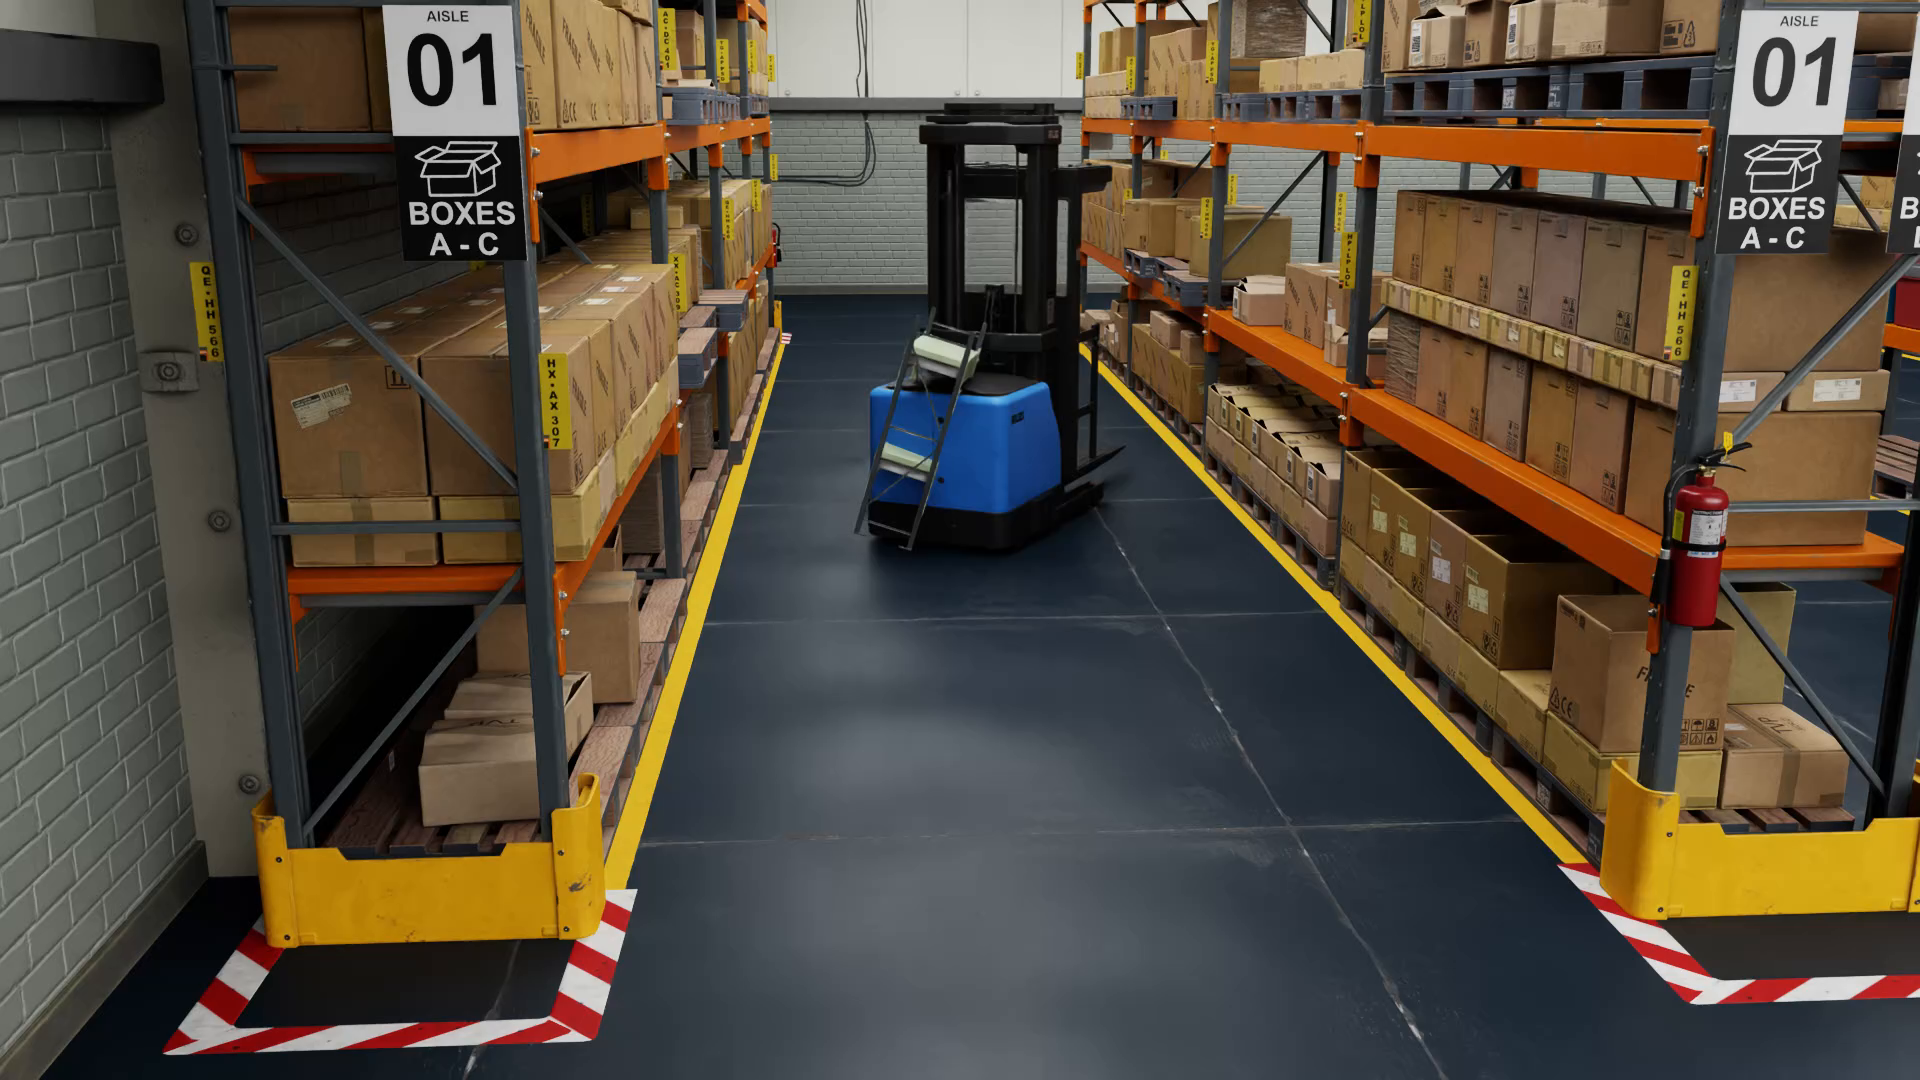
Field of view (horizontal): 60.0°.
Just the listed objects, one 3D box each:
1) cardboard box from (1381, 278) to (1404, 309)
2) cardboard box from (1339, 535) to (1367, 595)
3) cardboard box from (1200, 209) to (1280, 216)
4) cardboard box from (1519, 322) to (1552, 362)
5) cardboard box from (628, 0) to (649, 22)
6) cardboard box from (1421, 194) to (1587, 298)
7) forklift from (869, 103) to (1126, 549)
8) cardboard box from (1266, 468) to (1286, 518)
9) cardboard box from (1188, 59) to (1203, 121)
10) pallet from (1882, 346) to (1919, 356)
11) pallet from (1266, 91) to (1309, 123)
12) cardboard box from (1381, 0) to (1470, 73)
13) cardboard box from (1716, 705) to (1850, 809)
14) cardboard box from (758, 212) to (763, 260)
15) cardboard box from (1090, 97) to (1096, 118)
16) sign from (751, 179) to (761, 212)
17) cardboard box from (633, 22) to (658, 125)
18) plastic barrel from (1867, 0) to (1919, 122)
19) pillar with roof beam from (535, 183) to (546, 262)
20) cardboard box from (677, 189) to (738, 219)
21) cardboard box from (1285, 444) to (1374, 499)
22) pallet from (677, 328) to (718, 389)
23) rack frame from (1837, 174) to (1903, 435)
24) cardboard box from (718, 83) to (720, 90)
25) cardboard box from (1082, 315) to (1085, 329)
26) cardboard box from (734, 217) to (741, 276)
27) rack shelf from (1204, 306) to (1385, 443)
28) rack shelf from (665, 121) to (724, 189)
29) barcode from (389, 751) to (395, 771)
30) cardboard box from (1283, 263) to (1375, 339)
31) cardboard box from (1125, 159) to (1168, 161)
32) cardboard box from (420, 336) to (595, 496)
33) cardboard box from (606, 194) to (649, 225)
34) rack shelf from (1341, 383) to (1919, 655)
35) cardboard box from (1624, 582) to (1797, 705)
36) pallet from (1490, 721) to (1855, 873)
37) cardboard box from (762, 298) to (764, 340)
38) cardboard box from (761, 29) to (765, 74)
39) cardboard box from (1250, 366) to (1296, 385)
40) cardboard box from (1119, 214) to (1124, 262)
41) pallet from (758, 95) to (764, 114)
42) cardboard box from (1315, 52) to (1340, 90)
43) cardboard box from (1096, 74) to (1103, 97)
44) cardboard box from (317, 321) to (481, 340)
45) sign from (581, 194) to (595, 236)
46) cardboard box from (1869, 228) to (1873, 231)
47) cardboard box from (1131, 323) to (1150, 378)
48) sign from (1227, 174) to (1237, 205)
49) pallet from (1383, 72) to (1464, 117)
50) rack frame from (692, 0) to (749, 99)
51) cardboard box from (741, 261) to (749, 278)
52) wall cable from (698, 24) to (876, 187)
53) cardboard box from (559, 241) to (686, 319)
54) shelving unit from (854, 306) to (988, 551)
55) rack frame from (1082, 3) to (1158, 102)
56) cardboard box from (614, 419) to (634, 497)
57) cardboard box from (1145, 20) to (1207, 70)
[{"bbox_3d":[2.618,-1.402,9.453,0.380,0.149,0.250,-1,14,-4],"label":"cardboard box"},{"bbox_3d":[2.521,0.139,9.642,0.500,0.250,0.500,-1,14,-3],"label":"cardboard box"},{"bbox_3d":[2.529,-2.741,15.117,0.700,0.500,0.500,2,15,7],"label":"cardboard box"},{"bbox_3d":[2.747,-0.891,7.468,0.380,0.149,0.250,0,14,-2],"label":"cardboard box"},{"bbox_3d":[-1.803,-2.770,8.004,0.500,0.500,0.500,0,14,0],"label":"cardboard box"},{"bbox_3d":[2.861,-1.550,8.727,0.700,0.500,0.500,-1,14,-4],"label":"cardboard box"},{"bbox_3d":[0.438,-1.680,12.174,1.130,2.935,3.031,6,16,23],"label":"forklift"},{"bbox_3d":[2.418,-0.333,11.475,0.500,0.250,0.500,-1,14,-2],"label":"cardboard box"},{"bbox_3d":[2.455,-3.840,14.211,0.910,0.500,0.500,-1,14,-3],"label":"cardboard box"},{"bbox_3d":[12.139,-2.395,20.411,1.003,0.211,1.213,-1,14,-3],"label":"pallet"},{"bbox_3d":[2.751,-3.020,11.603,1.003,0.211,1.213,0,14,-1],"label":"pallet"},{"bbox_3d":[2.563,-2.752,8.859,0.500,0.500,0.500,0,14,1],"label":"cardboard box"},{"bbox_3d":[3.231,0.877,6.773,0.500,0.250,0.500,-1,14,-3],"label":"cardboard box"},{"bbox_3d":[-2.702,-3.484,18.444,0.980,0.700,0.700,-1,14,-5],"label":"cardboard box"},{"bbox_3d":[1.848,-5.217,20.066,0.500,0.250,0.500,-1,14,-3],"label":"cardboard box"},{"bbox_3d":[-2.104,-3.555,17.157,0.100,0.325,0.005,-1,14,-3],"label":"sign"},{"bbox_3d":[-1.871,-2.420,8.653,0.500,0.500,0.500,0,14,-2],"label":"cardboard box"},{"bbox_3d":[7.325,-3.667,12.735,0.600,0.901,0.600,0,14,0],"label":"plastic barrel"},{"bbox_3d":[1.117,-4.662,11.586,9.100,9.000,0.400,-1,14,-3],"label":"pillar with roof beam"},{"bbox_3d":[-2.237,-2.967,14.695,0.500,0.250,0.500,-1,14,-3],"label":"cardboard box"},{"bbox_3d":[2.445,-0.478,10.915,0.500,0.311,0.500,0,14,-2],"label":"cardboard box"},{"bbox_3d":[-2.051,-1.131,10.288,1.003,0.211,1.213,-1,14,-3],"label":"pallet"},{"bbox_3d":[7.491,-2.180,13.978,1.000,3.000,0.127,-1,14,-3],"label":"rack frame"},{"bbox_3d":[-2.601,-4.378,15.417,0.700,0.500,0.500,-1,14,-4],"label":"cardboard box"},{"bbox_3d":[1.750,-2.763,21.048,0.380,0.166,0.250,-1,14,-3],"label":"cardboard box"},{"bbox_3d":[-2.224,-2.607,14.803,0.500,0.500,0.500,-1,14,-4],"label":"cardboard box"},{"bbox_3d":[2.671,-1.258,11.841,1.077,0.370,4.000,-1,14,-3],"label":"rack shelf"},{"bbox_3d":[-2.273,-2.634,11.166,1.077,0.370,4.000,-1,14,-3],"label":"rack shelf"},{"bbox_3d":[-2.255,0.876,6.597,0.001,0.075,0.075,-1,14,-3],"label":"barcode"},{"bbox_3d":[2.667,-1.735,12.051,0.500,0.500,0.500,-2,15,-6],"label":"cardboard box"},{"bbox_3d":[2.353,-4.520,20.866,0.500,0.500,0.500,-1,14,-4],"label":"cardboard box"},{"bbox_3d":[-1.631,-0.461,6.053,0.500,0.500,0.500,-1,14,-3],"label":"cardboard box"},{"bbox_3d":[-2.684,-2.701,13.661,0.500,0.250,0.500,0,14,-2],"label":"cardboard box"},{"bbox_3d":[2.919,-0.263,7.974,1.077,0.370,4.000,-1,14,-3],"label":"rack shelf"},{"bbox_3d":[3.199,0.389,7.163,0.500,0.500,0.500,-1,14,-3],"label":"cardboard box"},{"bbox_3d":[2.953,1.046,7.036,1.003,0.211,1.213,-1,14,-3],"label":"pallet"},{"bbox_3d":[-2.687,-2.587,19.735,0.700,0.500,0.500,-1,14,-5],"label":"cardboard box"},{"bbox_3d":[-2.555,-5.709,19.427,0.500,0.500,0.500,0,14,-2],"label":"cardboard box"},{"bbox_3d":[2.804,-1.224,14.398,0.500,0.500,0.500,0,14,-1],"label":"cardboard box"},{"bbox_3d":[2.012,-3.268,18.006,0.500,0.500,0.500,-1,14,-3],"label":"cardboard box"},{"bbox_3d":[-2.758,-4.938,18.855,1.003,0.211,1.213,-1,14,-3],"label":"pallet"},{"bbox_3d":[2.737,-3.169,11.262,0.500,0.250,0.500,-2,15,-8],"label":"cardboard box"},{"bbox_3d":[1.885,-5.335,19.521,0.500,0.250,0.500,-1,14,-3],"label":"cardboard box"},{"bbox_3d":[-2.164,-0.577,6.503,0.500,0.500,0.500,-1,14,-3],"label":"cardboard box"},{"bbox_3d":[-2.951,-2.578,13.203,0.100,0.325,0.005,-1,14,-3],"label":"sign"},{"bbox_3d":[11.682,-3.838,20.929,0.380,0.149,0.250,-1,14,-4],"label":"cardboard box"},{"bbox_3d":[2.086,-1.977,17.325,0.500,0.500,0.500,-2,15,-6],"label":"cardboard box"},{"bbox_3d":[2.853,-3.669,17.443,0.100,0.325,0.005,-1,14,-3],"label":"sign"},{"bbox_3d":[2.873,-2.307,8.632,1.003,0.211,1.213,-1,14,-3],"label":"pallet"},{"bbox_3d":[-2.645,-5.927,16.502,1.000,3.000,0.127,-1,14,-3],"label":"rack frame"},{"bbox_3d":[-2.256,-2.637,16.221,0.380,0.149,0.250,-1,14,-3],"label":"cardboard box"},{"bbox_3d":[-2.886,-6.830,26.244,3.097,2.526,0.112,-1,14,-3],"label":"wall cable"},{"bbox_3d":[-2.246,-1.723,11.119,0.700,0.500,0.500,1,14,4],"label":"cardboard box"},{"bbox_3d":[-0.256,-0.763,11.172,0.431,1.500,0.755,18,14,3],"label":"shelving unit"},{"bbox_3d":[2.051,-6.999,20.670,1.000,3.000,0.127,-1,14,-3],"label":"rack frame"},{"bbox_3d":[-1.687,-0.356,7.151,0.500,0.250,0.500,-1,14,-4],"label":"cardboard box"},{"bbox_3d":[2.231,-5.205,17.508,0.700,0.500,0.500,-1,14,-3],"label":"cardboard box"}]
